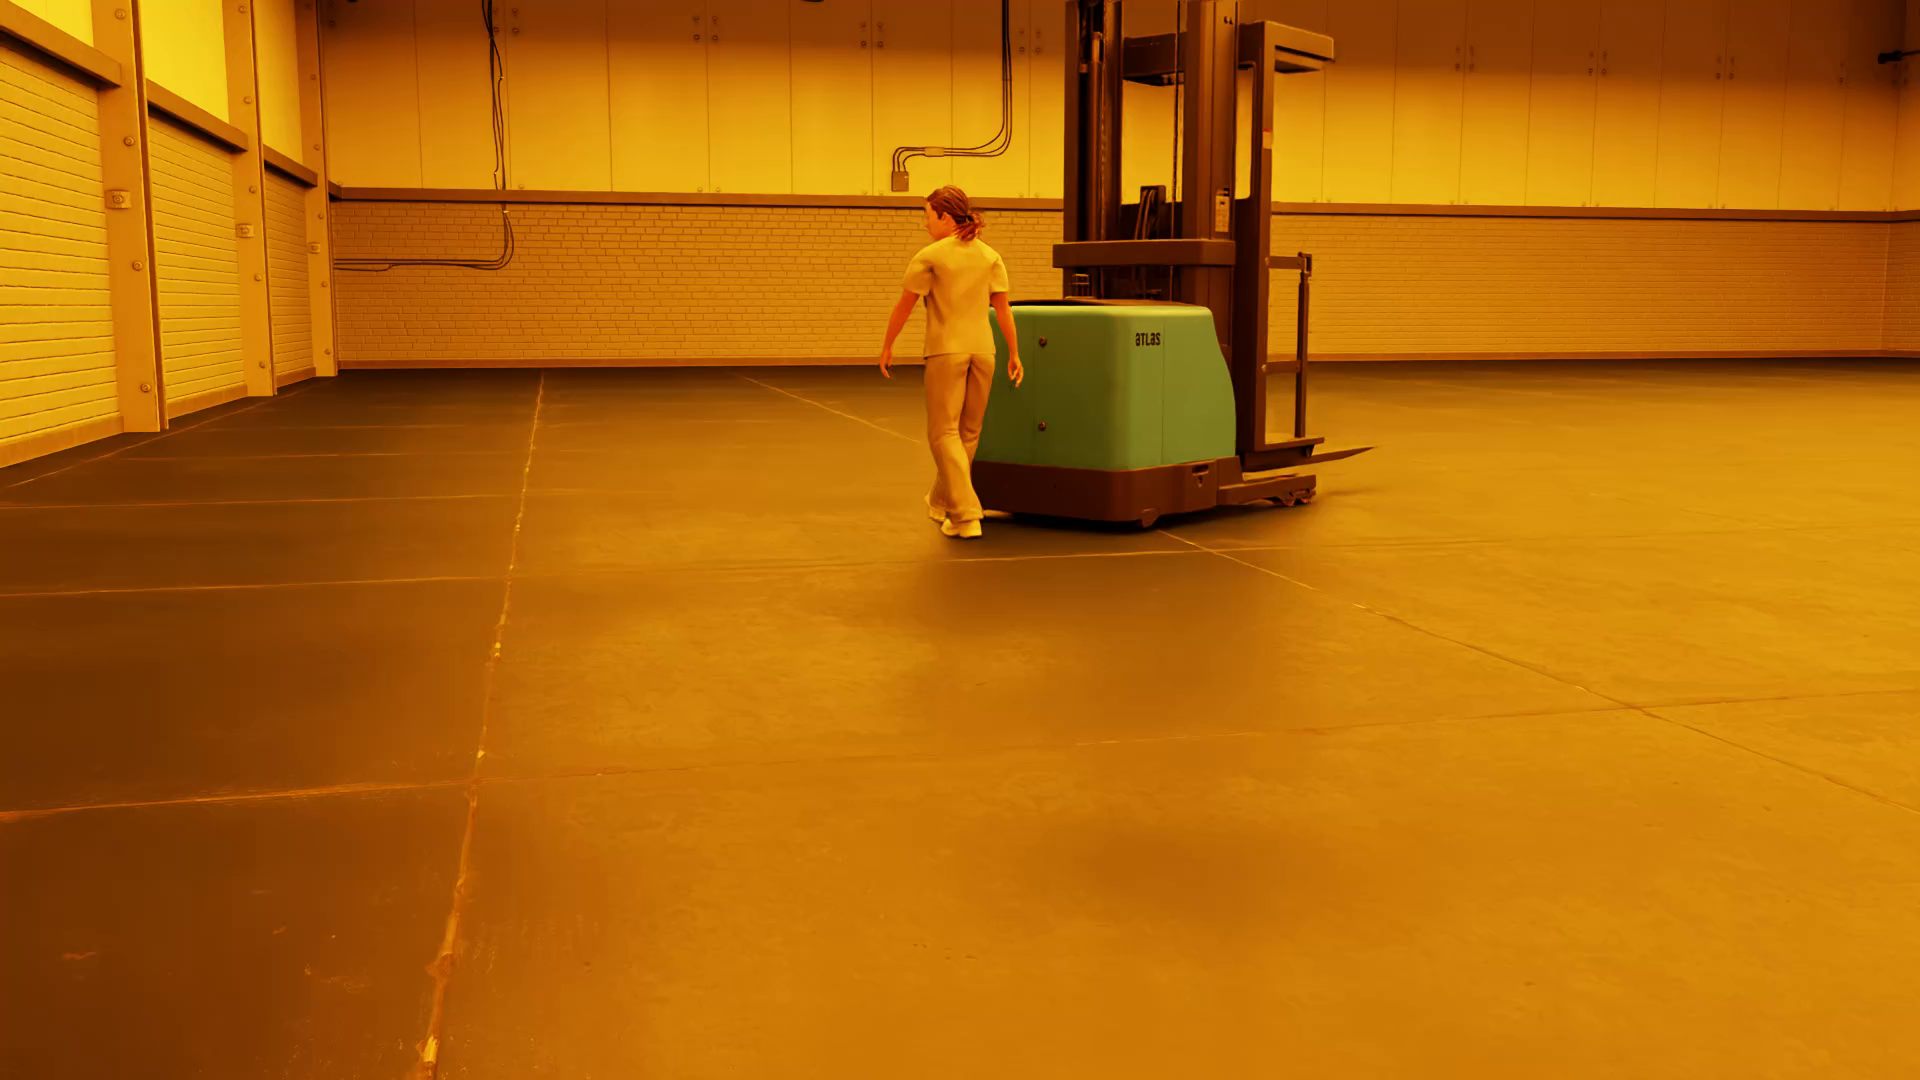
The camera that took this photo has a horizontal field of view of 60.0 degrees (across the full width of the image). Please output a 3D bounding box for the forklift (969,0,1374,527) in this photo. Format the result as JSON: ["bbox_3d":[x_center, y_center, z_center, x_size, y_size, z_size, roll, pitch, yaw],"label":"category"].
[{"bbox_3d":[1.310,-1.669,9.054,1.130,2.935,3.031,7,10,39],"label":"forklift"}]

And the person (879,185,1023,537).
[{"bbox_3d":[-0.060,-0.868,8.009,0.626,1.640,0.824,-4,9,-28],"label":"person"}]
